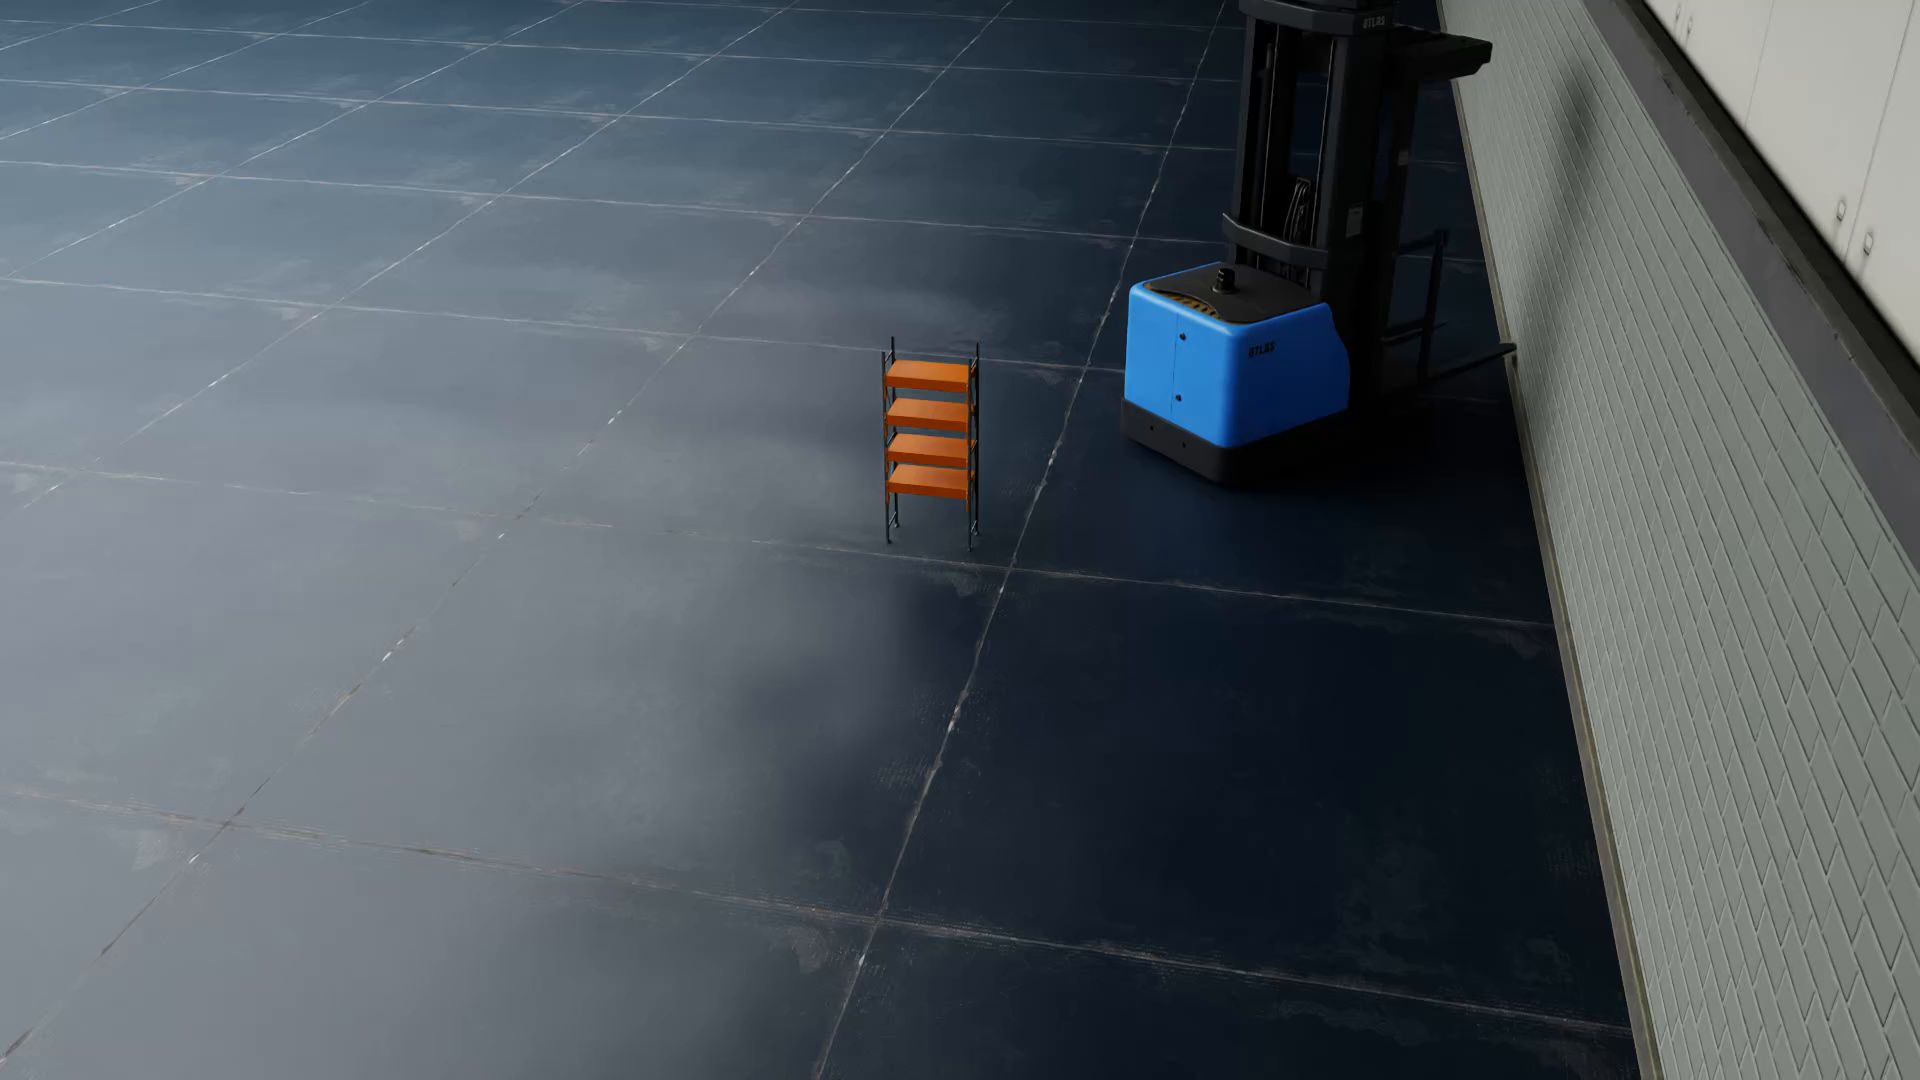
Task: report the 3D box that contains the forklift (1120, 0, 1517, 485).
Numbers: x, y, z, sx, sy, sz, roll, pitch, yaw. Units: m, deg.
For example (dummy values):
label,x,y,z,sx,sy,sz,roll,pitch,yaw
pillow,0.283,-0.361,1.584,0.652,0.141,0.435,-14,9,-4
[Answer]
label,x,y,z,sx,sy,sz,roll,pitch,yaw
forklift,2.544,-2.175,10.671,3.031,2.935,1.130,-19,34,-31

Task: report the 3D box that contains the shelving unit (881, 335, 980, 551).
label,x,y,z,sx,sy,sz,roll,pitch,yaw
shelving unit,-0.162,-0.543,9.492,0.503,1.200,0.258,6,29,11

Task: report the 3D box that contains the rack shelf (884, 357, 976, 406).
label,x,y,z,sx,sy,sz,roll,pitch,yaw
rack shelf,-0.162,-0.888,9.303,0.480,0.148,0.258,6,29,11

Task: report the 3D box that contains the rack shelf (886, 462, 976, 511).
label,x,y,z,sx,sy,sz,roll,pitch,yaw
rack shelf,-0.162,-0.310,9.620,0.480,0.148,0.258,6,29,11

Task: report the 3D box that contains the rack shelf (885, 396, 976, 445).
label,x,y,z,sx,sy,sz,roll,pitch,yaw
rack shelf,-0.162,-0.680,9.417,0.480,0.148,0.258,6,29,11

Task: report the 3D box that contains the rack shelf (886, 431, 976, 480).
label,x,y,z,sx,sy,sz,roll,pitch,yaw
rack shelf,-0.162,-0.484,9.525,0.480,0.148,0.258,6,29,11

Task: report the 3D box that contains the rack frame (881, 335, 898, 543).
label,x,y,z,sx,sy,sz,roll,pitch,yaw
rack frame,-0.400,-0.567,9.537,0.015,1.200,0.240,6,29,11

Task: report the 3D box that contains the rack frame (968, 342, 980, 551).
label,x,y,z,sx,sy,sz,roll,pitch,yaw
rack frame,0.077,-0.518,9.447,0.015,1.200,0.240,6,29,11
